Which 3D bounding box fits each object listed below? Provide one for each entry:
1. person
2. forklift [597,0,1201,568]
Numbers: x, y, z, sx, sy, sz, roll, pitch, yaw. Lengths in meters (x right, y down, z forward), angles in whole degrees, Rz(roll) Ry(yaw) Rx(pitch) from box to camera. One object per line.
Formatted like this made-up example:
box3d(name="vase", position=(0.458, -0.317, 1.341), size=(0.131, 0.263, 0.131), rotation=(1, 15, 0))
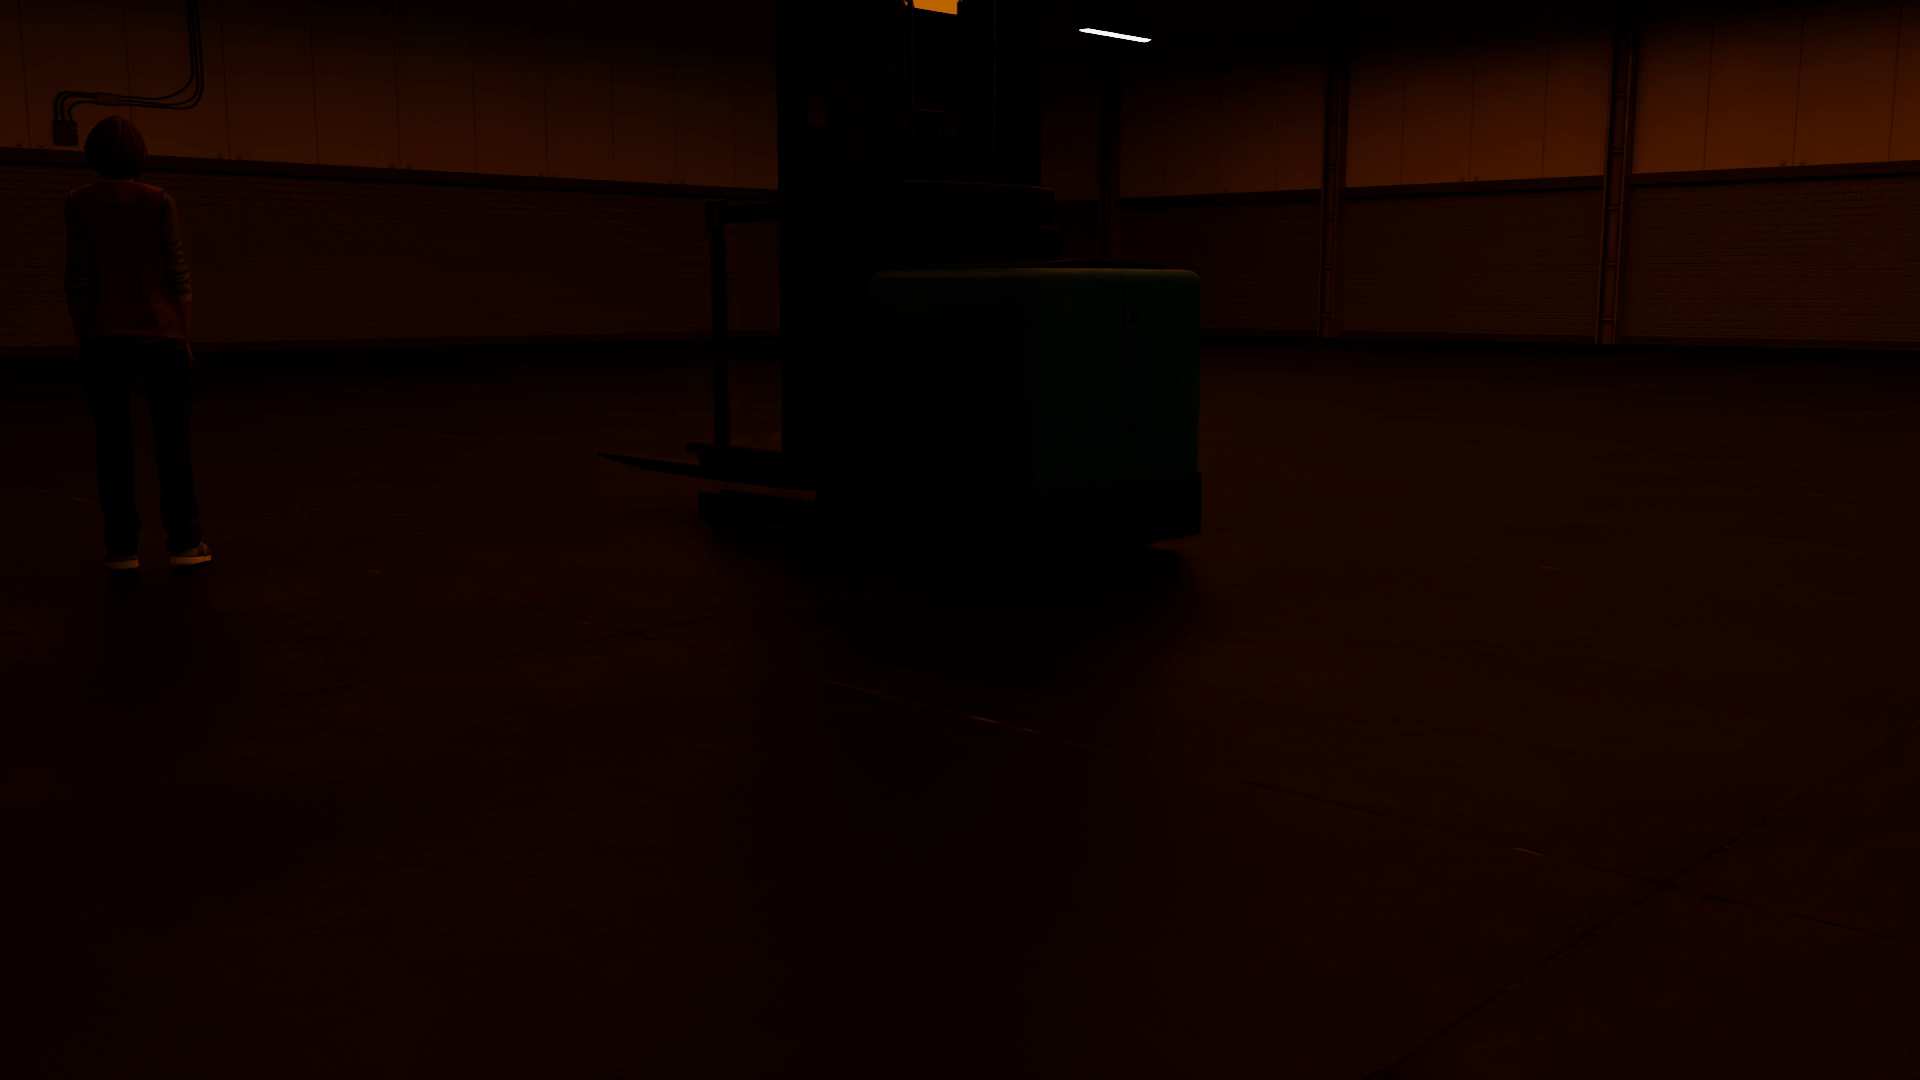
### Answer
box3d(name="person", position=(-2.947, -0.691, 5.932), size=(0.405, 1.603, 0.318), rotation=(-4, 9, -22))
box3d(name="forklift", position=(-0.455, -1.516, 6.941), size=(1.130, 2.935, 3.031), rotation=(-8, 12, -43))
